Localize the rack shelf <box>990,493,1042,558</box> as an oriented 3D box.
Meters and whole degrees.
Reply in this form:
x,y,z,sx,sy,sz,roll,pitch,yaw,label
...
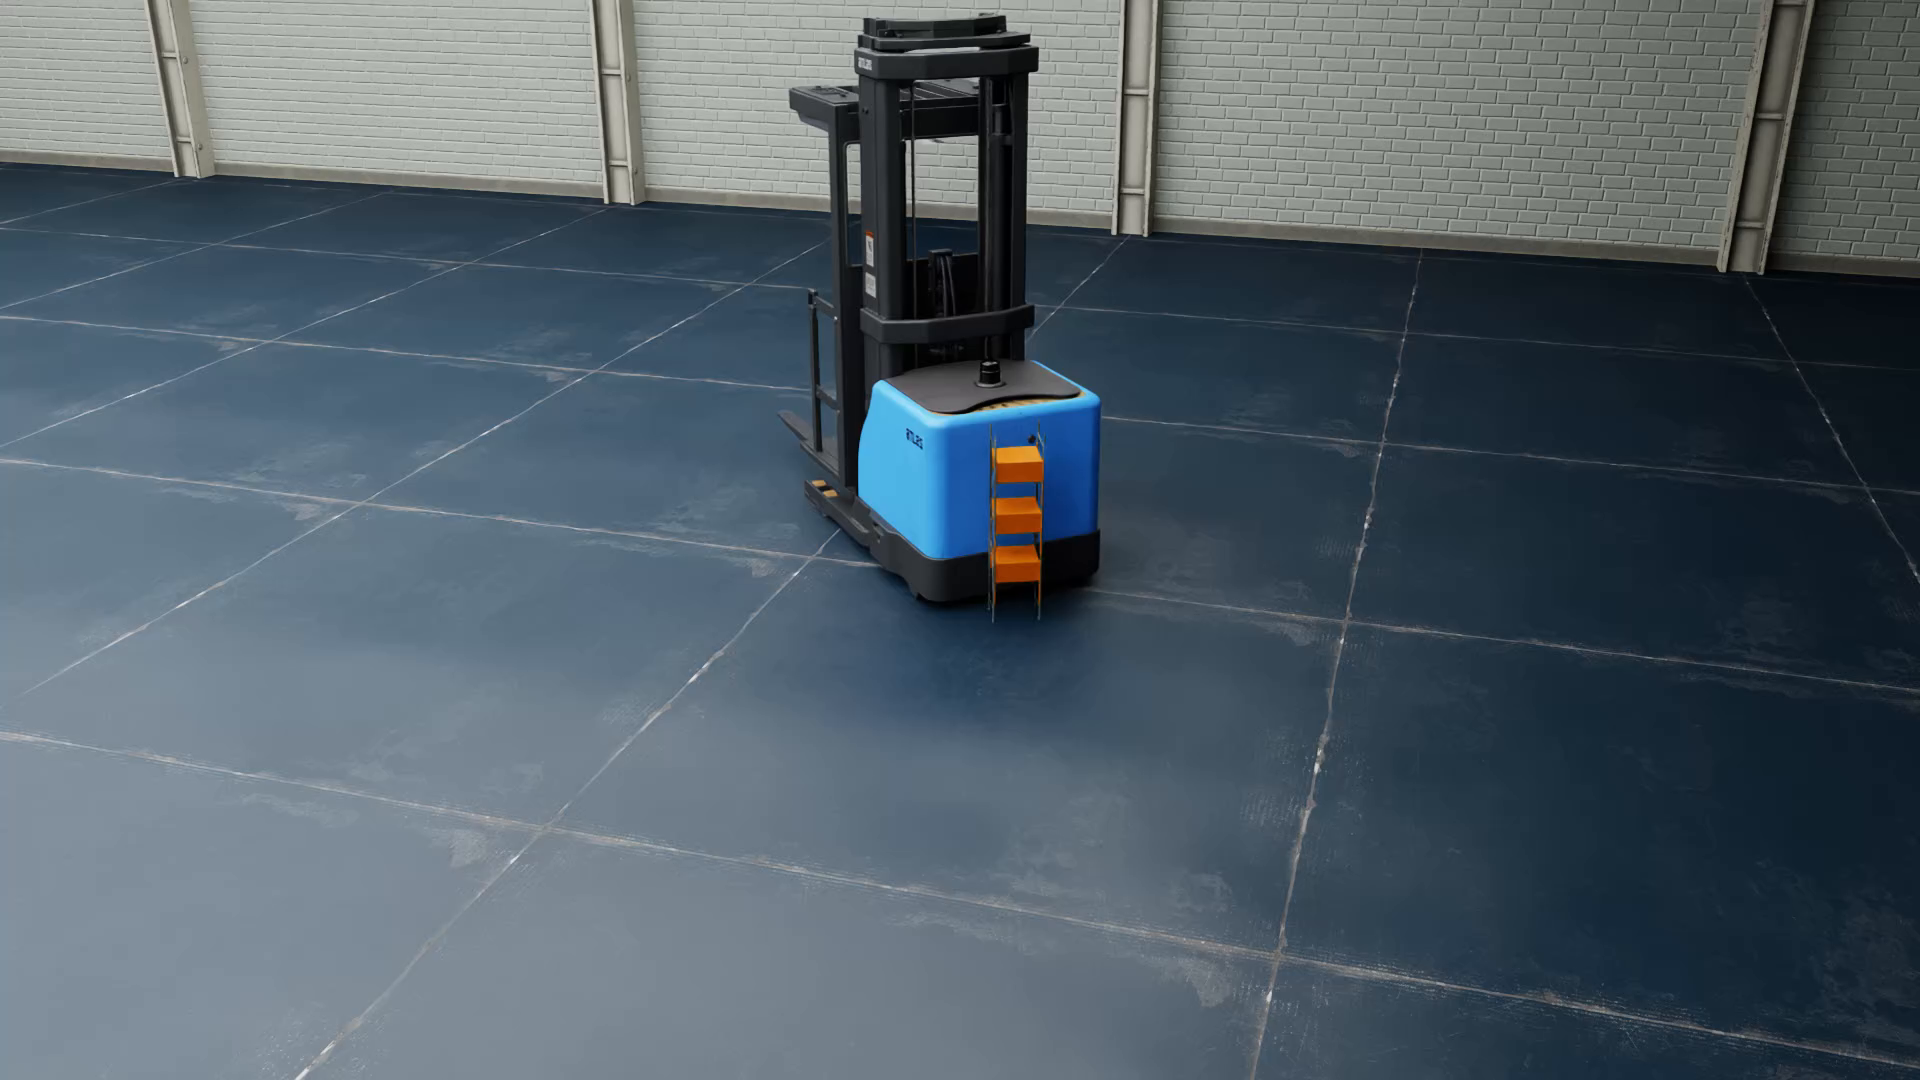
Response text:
x,y,z,sx,sy,sz,roll,pitch,yaw,label
0.288,-0.076,8.582,0.240,0.259,0.215,-3,26,-6,rack shelf

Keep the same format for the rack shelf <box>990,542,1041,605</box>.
x,y,z,sx,sy,sz,roll,pitch,yaw,label
0.287,0.175,8.702,0.240,0.259,0.215,-3,26,-6,rack shelf

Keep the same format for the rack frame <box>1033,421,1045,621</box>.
x,y,z,sx,sy,sz,roll,pitch,yaw,label
0.409,-0.091,8.590,0.008,1.050,0.200,-3,26,-6,rack frame

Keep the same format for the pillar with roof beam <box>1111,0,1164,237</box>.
x,y,z,sx,sy,sz,roll,pitch,yaw,label
0.601,-5.886,12.262,0.400,9.000,9.100,7,23,16,pillar with roof beam

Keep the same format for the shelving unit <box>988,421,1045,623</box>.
x,y,z,sx,sy,sz,roll,pitch,yaw,label
0.288,-0.085,8.578,0.252,1.050,0.215,-3,26,-6,shelving unit

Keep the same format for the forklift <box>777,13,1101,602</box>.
x,y,z,sx,sy,sz,roll,pitch,yaw,label
-0.306,-1.555,9.698,1.130,2.935,3.031,-10,24,-23,forklift

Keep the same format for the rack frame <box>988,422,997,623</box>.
x,y,z,sx,sy,sz,roll,pitch,yaw,label
0.167,-0.080,8.566,0.008,1.050,0.200,-3,26,-6,rack frame

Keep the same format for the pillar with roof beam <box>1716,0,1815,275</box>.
x,y,z,sx,sy,sz,roll,pitch,yaw,label
6.346,-5.228,10.659,0.400,9.000,9.100,7,23,16,pillar with roof beam

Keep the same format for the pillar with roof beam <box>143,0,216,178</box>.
x,y,z,sx,sy,sz,roll,pitch,yaw,label
-10.887,-7.202,15.469,0.400,9.000,9.100,7,23,16,pillar with roof beam

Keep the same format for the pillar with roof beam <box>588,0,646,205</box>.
x,y,z,sx,sy,sz,roll,pitch,yaw,label
-5.143,-6.544,13.866,0.400,9.000,9.100,7,23,16,pillar with roof beam

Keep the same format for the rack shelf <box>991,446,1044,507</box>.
x,y,z,sx,sy,sz,roll,pitch,yaw,label
0.289,-0.332,8.460,0.240,0.259,0.215,-3,26,-6,rack shelf
